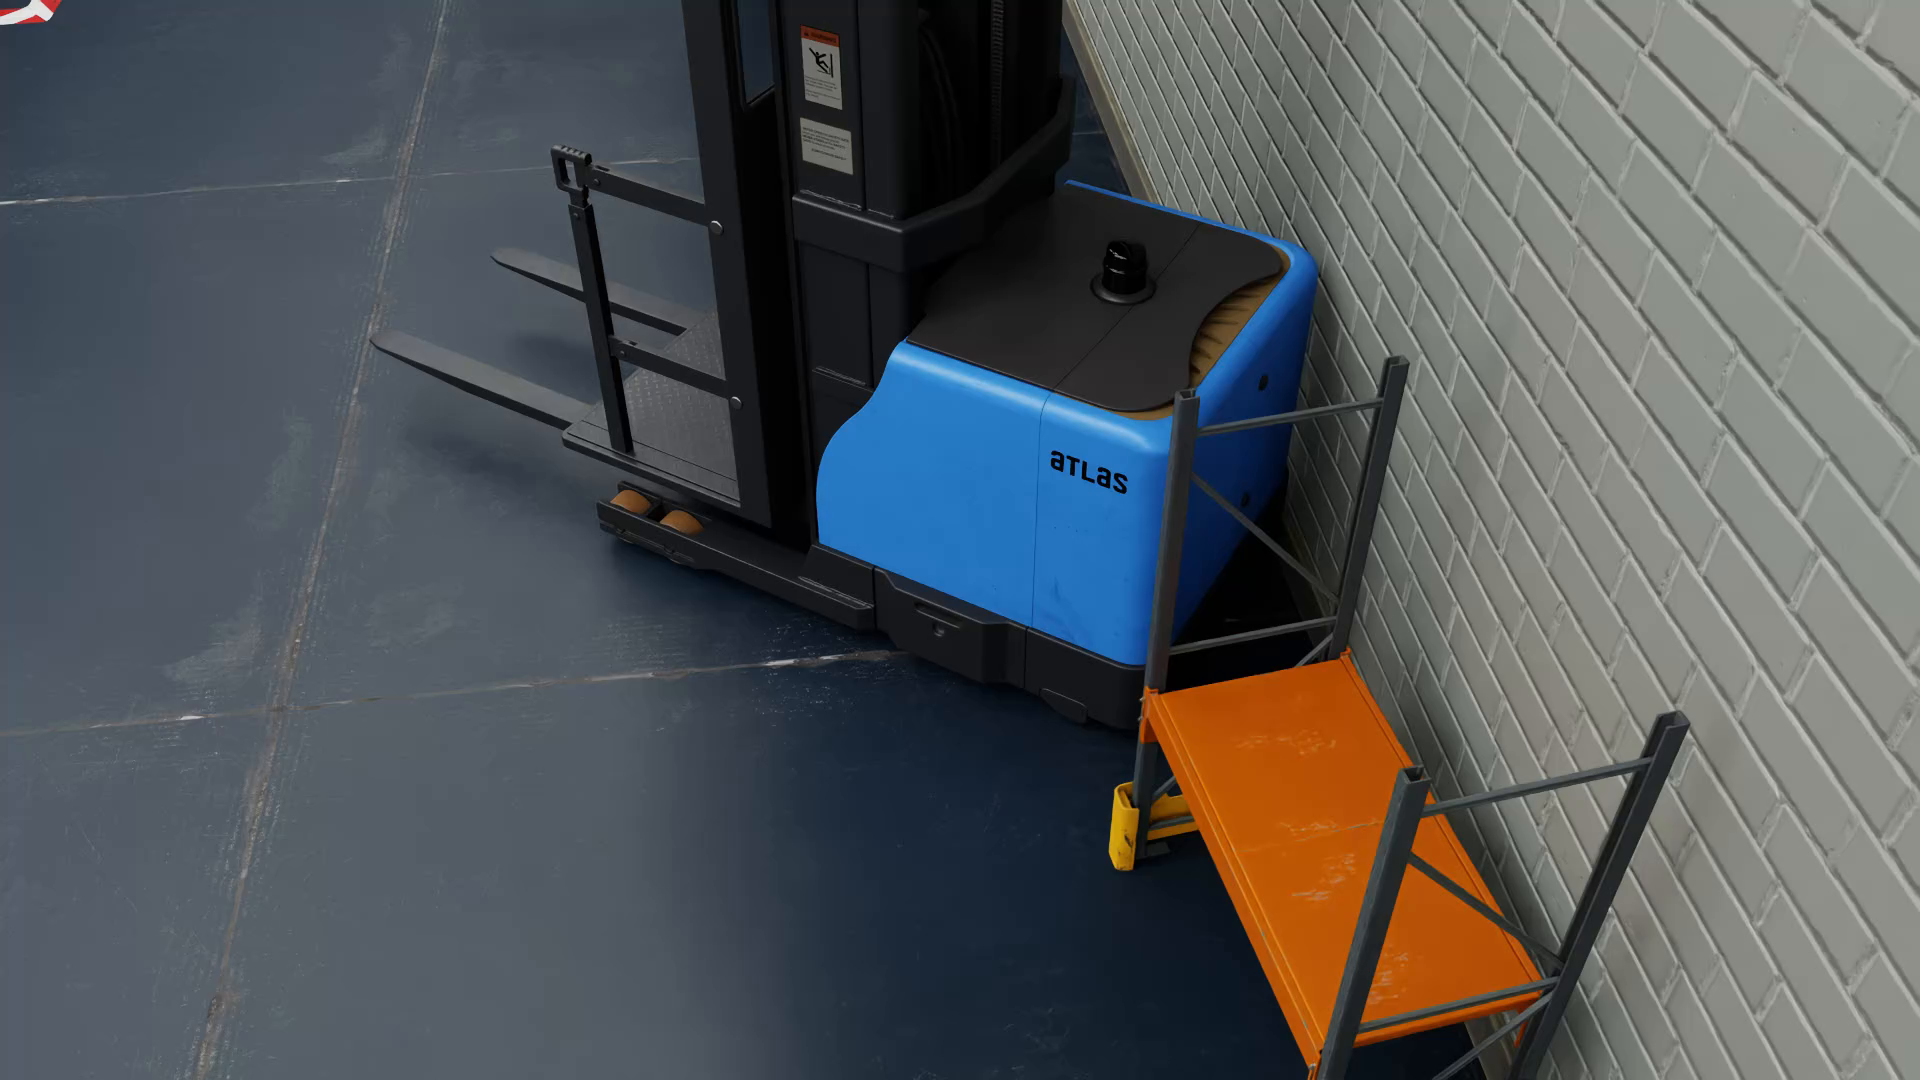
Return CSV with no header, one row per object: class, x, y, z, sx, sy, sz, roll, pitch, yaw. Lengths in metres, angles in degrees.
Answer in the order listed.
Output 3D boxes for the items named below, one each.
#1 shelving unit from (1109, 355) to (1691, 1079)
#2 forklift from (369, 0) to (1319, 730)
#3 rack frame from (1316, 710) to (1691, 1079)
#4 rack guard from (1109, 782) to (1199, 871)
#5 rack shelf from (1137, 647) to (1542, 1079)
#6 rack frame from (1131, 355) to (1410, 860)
shelving unit,0.804,0.550,3.521,0.587,1.500,1.083,-10,43,-11
forklift,-0.542,-1.297,4.500,3.031,2.935,1.130,21,46,22
rack frame,0.934,0.885,3.149,0.500,1.500,0.032,-10,43,-11
rack guard,0.679,0.691,4.298,0.587,0.250,0.087,-10,43,-11
rack shelf,0.806,0.689,3.635,0.538,0.185,1.000,-10,43,-11
rack frame,0.678,0.226,3.880,0.500,1.500,0.032,-10,43,-11
